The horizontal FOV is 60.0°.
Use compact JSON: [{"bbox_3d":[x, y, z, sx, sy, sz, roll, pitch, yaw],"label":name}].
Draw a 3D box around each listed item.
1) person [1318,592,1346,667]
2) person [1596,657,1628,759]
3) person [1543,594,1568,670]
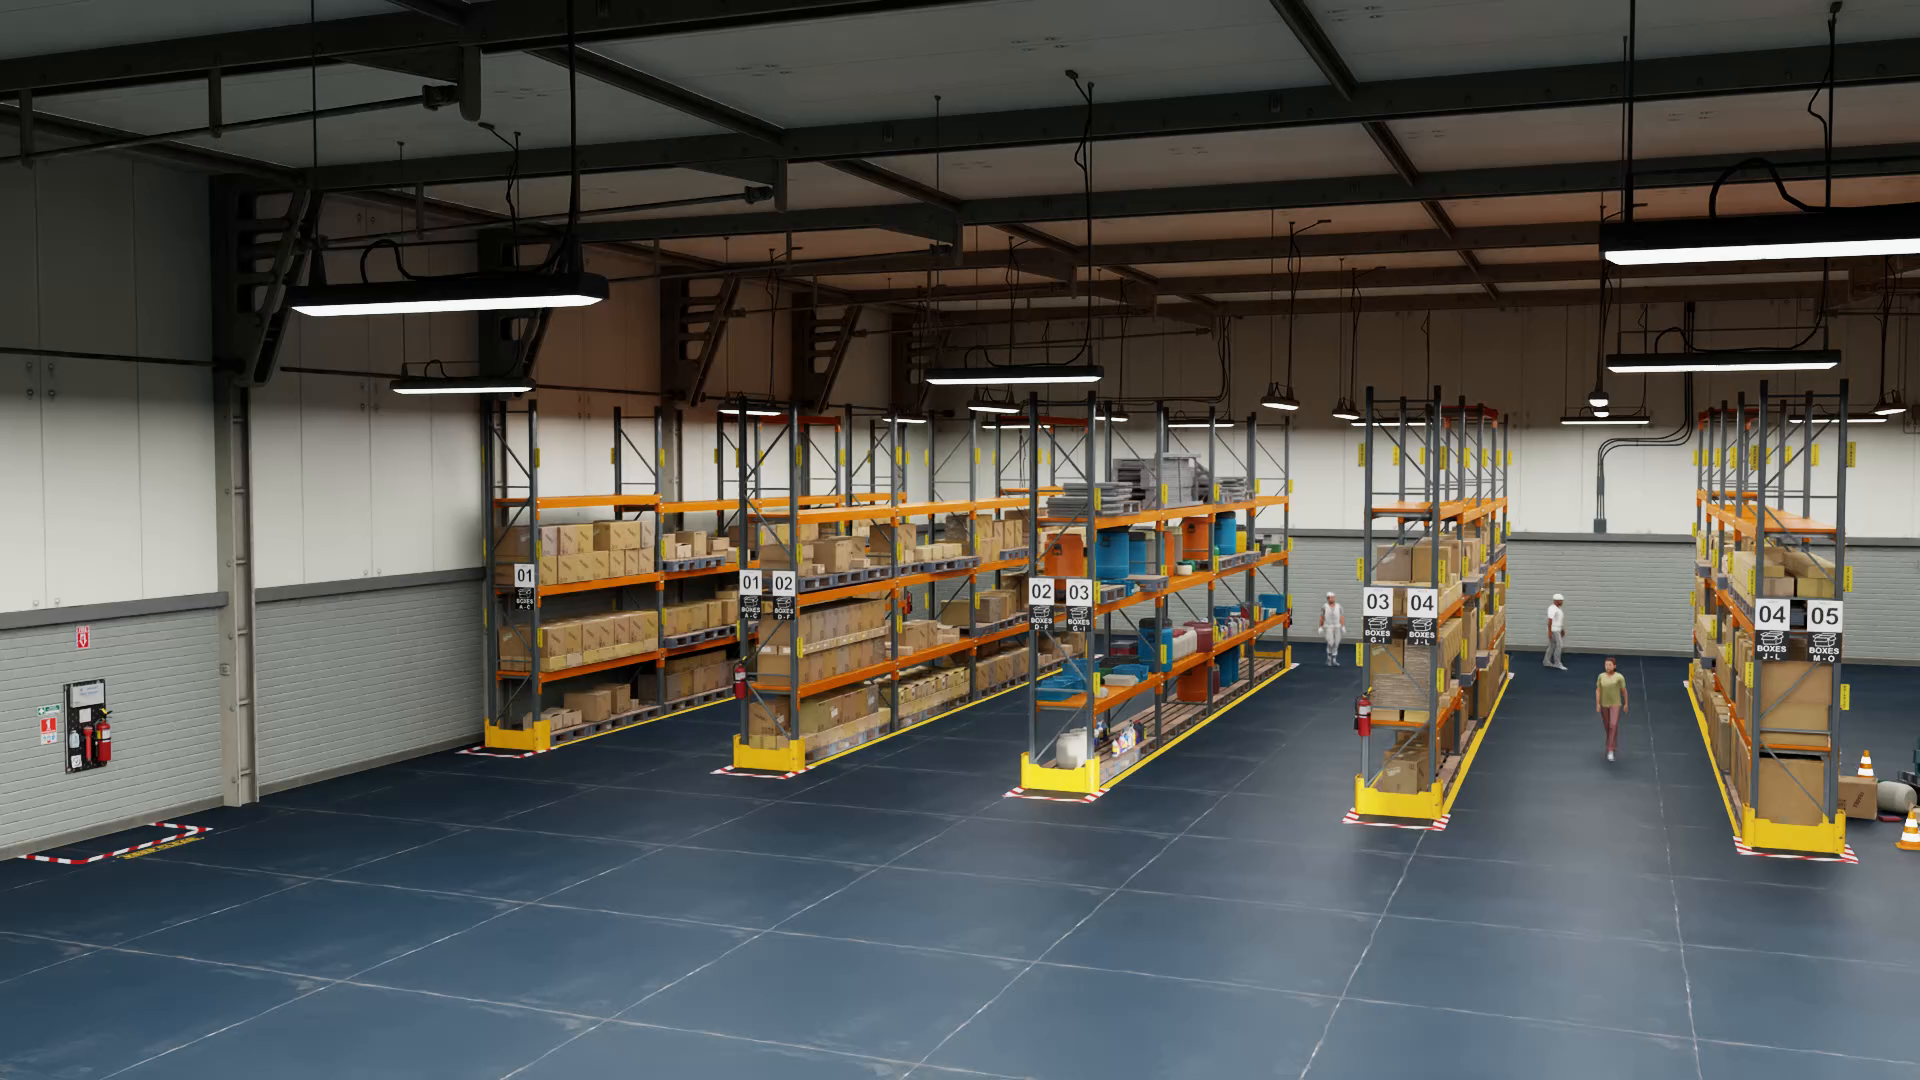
[{"bbox_3d":[8.917,2.140,39.789,0.591,1.793,0.478,-1,3,-12],"label":"person"},{"bbox_3d":[10.884,2.788,27.878,0.478,1.638,0.890,3,4,43],"label":"person"},{"bbox_3d":[14.213,2.178,39.615,0.589,1.799,0.620,2,3,29],"label":"person"}]
